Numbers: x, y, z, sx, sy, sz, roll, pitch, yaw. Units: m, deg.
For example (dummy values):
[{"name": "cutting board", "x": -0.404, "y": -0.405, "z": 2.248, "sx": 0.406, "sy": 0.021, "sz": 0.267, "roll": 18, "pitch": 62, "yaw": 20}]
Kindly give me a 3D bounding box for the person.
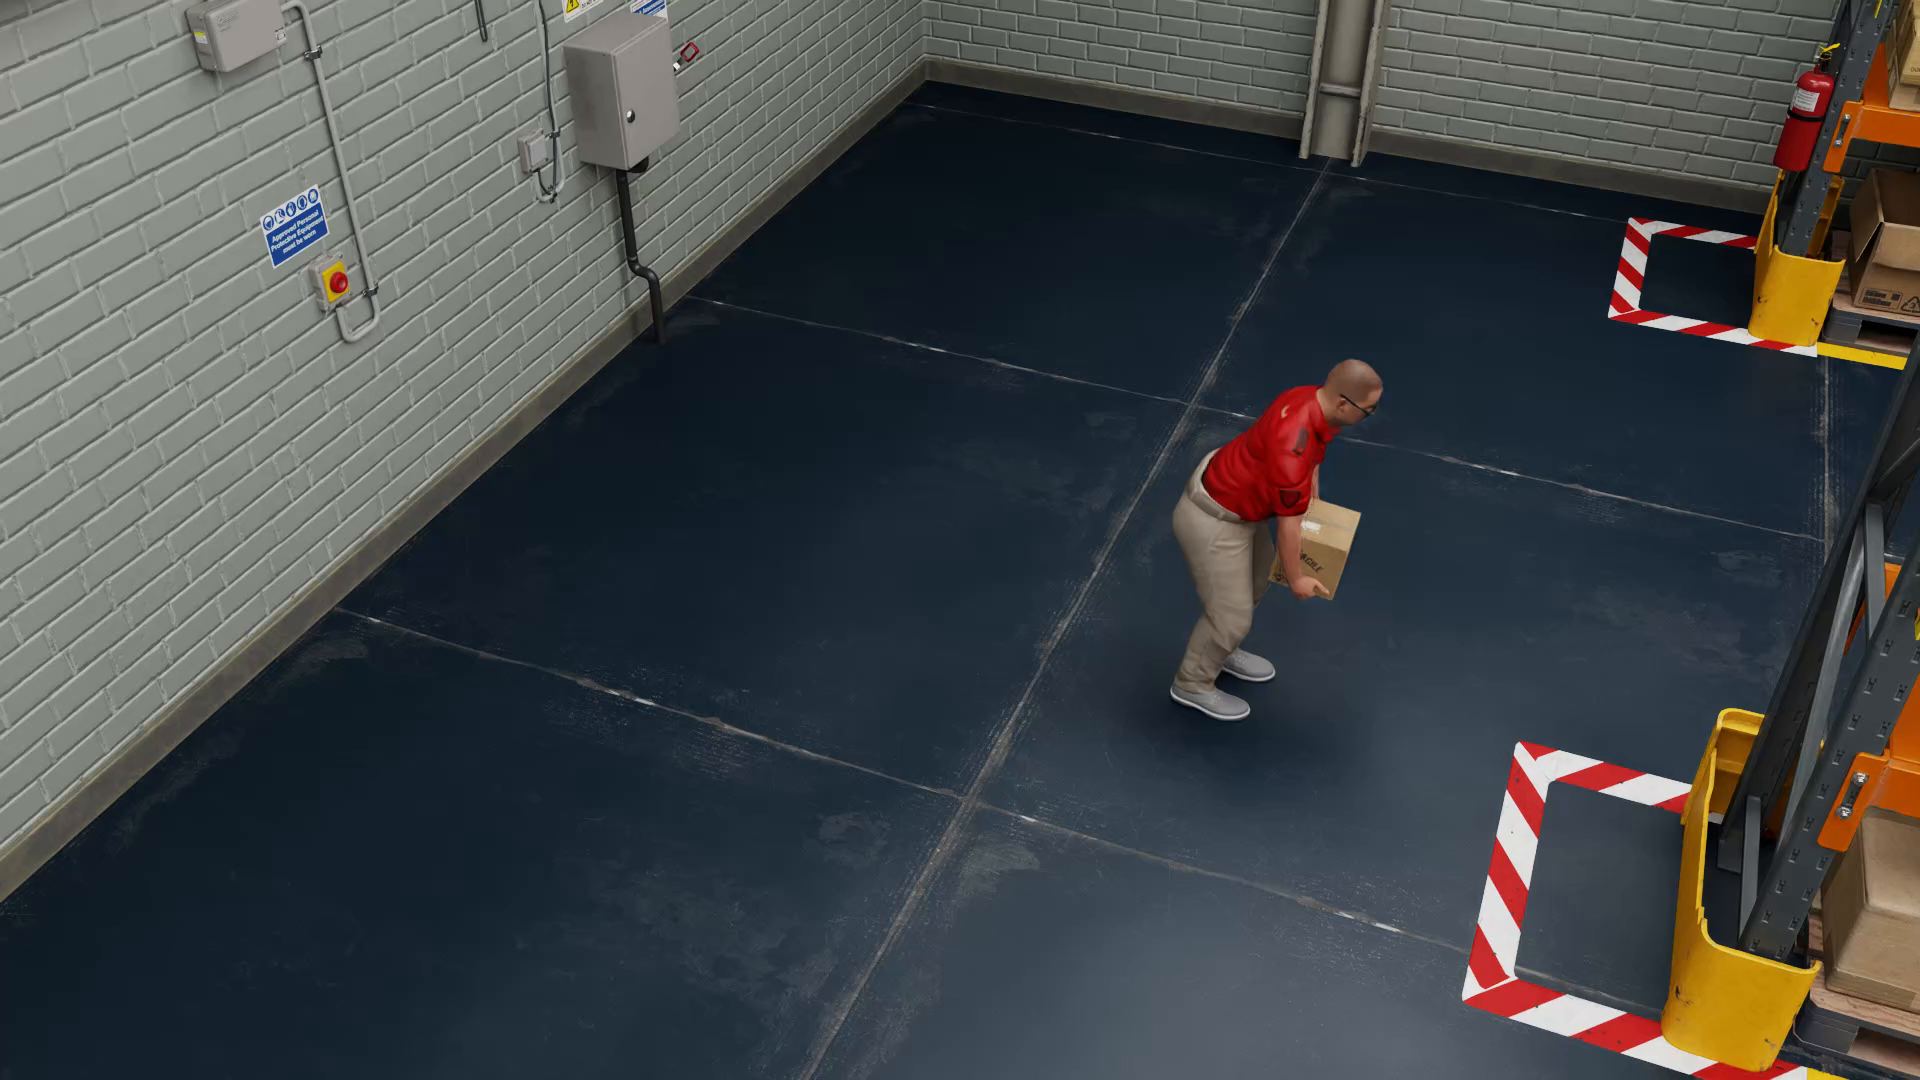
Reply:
[{"name": "person", "x": 1.154, "y": -0.024, "z": 6.313, "sx": 0.675, "sy": 1.595, "sz": 0.487, "roll": 13, "pitch": 39, "yaw": 17}]
